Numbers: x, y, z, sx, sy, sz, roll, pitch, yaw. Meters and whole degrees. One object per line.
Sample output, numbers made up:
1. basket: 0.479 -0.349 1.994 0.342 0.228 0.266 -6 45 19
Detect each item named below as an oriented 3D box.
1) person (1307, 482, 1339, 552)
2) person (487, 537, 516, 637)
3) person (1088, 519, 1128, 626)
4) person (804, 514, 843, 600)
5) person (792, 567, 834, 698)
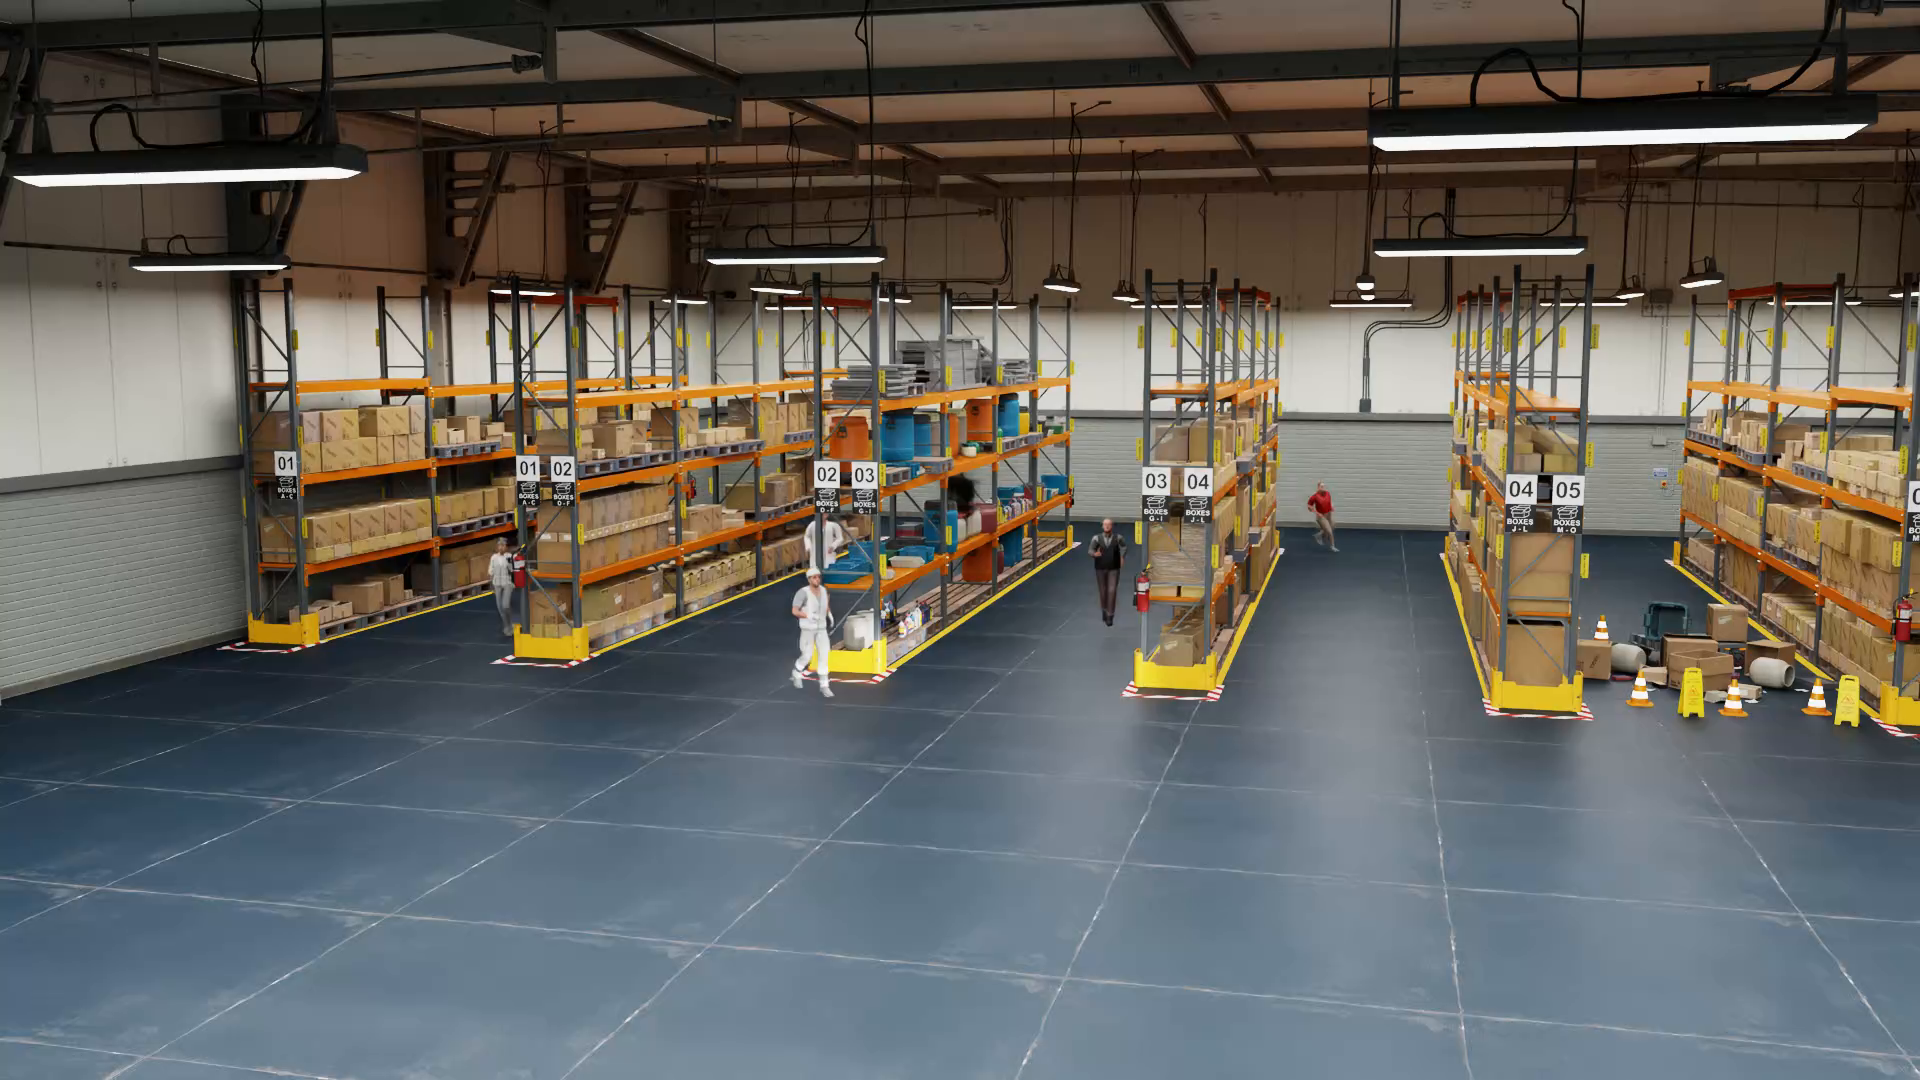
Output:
1. person: 8.589 -0.555 39.649 0.713 1.662 0.793 -4 8 -32
2. person: -7.721 0.802 28.146 0.594 1.712 0.638 1 7 8
3. person: 2.449 0.530 27.672 0.657 1.766 0.882 1 7 10
4. person: -2.447 0.292 29.761 0.709 1.748 0.640 0 7 3
5. person: -2.085 1.282 23.597 0.685 1.811 0.878 -5 8 -35
